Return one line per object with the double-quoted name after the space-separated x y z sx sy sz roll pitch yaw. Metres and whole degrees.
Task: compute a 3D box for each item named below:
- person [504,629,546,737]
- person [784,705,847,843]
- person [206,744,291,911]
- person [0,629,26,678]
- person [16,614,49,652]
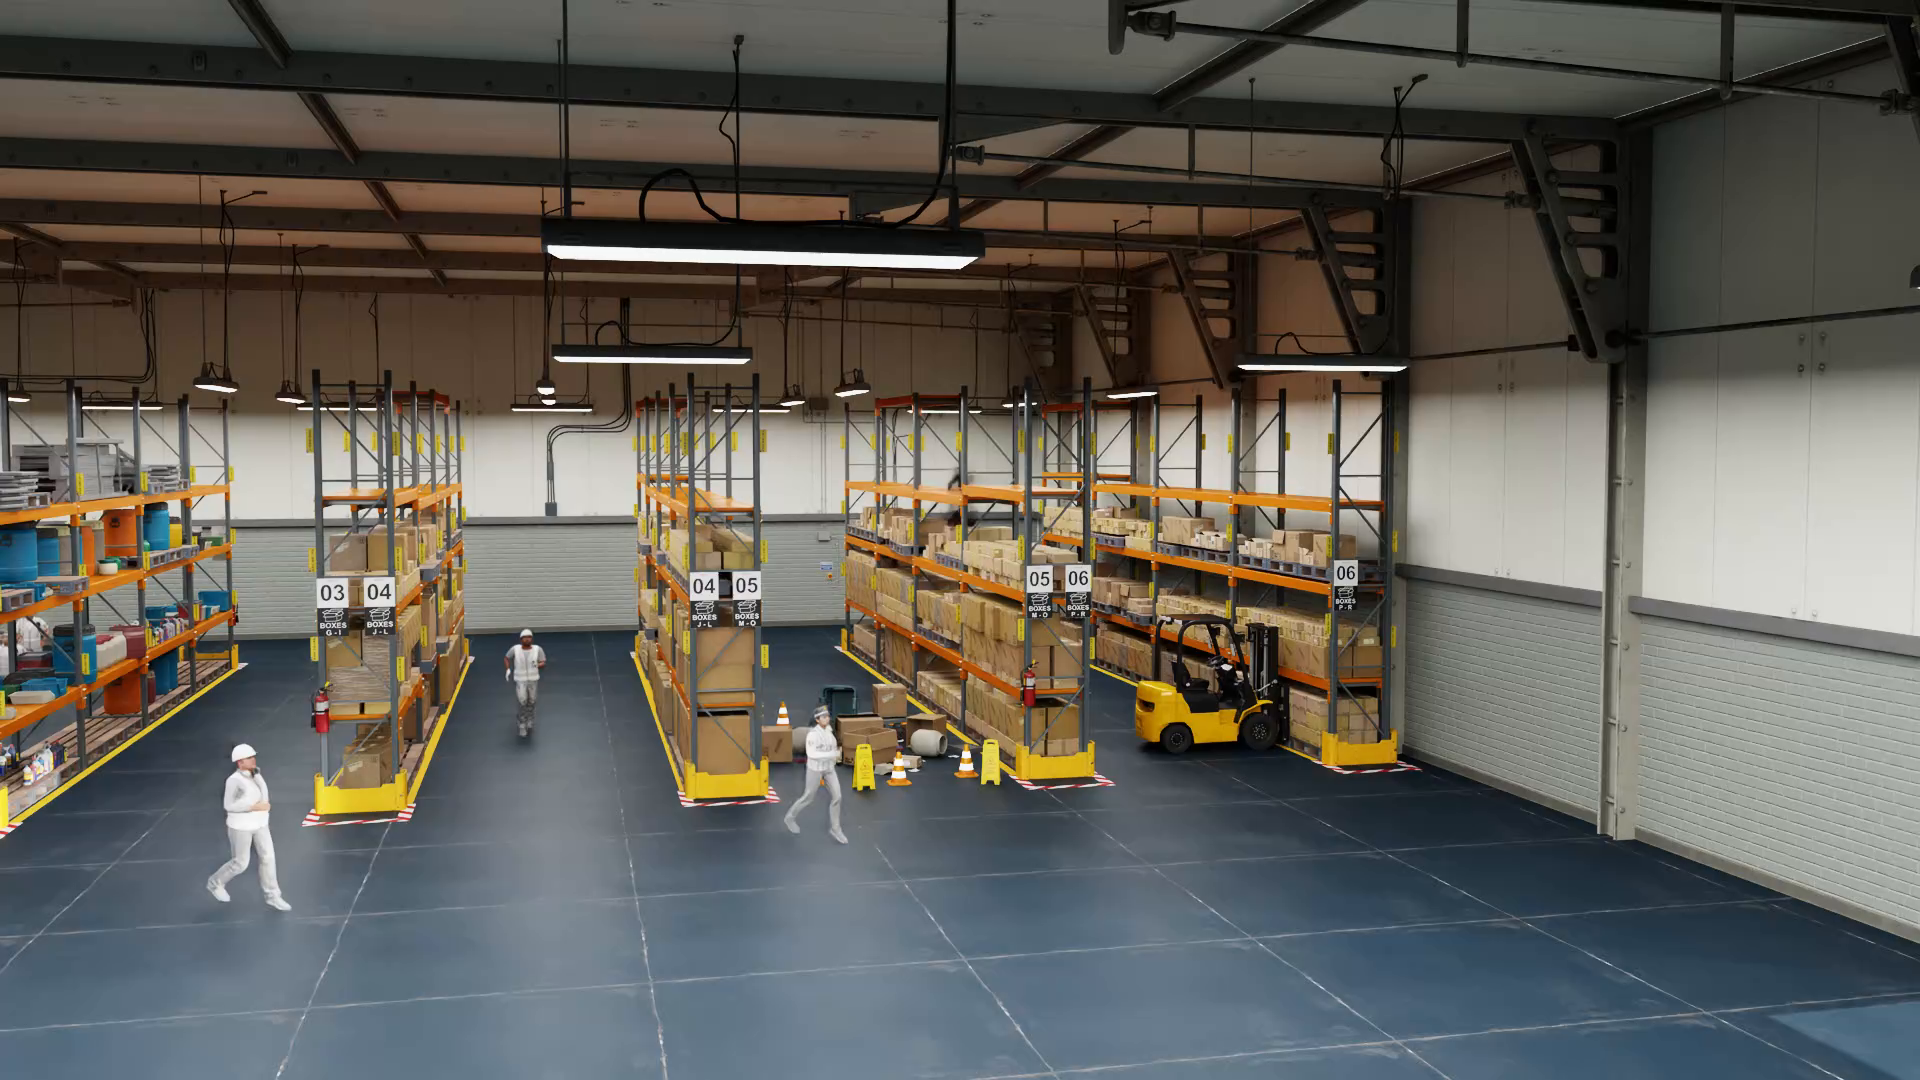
-7.467 2.458 28.633 0.655 1.841 0.770 -2 4 -25 "person"
-1.806 2.939 21.088 0.889 1.738 0.622 3 4 38 "person"
-7.641 3.076 17.813 0.949 1.787 0.658 1 3 15 "person"
-17.005 2.448 29.740 0.561 1.726 0.753 -1 3 -18 "person"
-18.866 2.175 33.767 0.650 1.745 0.602 -2 4 -26 "person"
